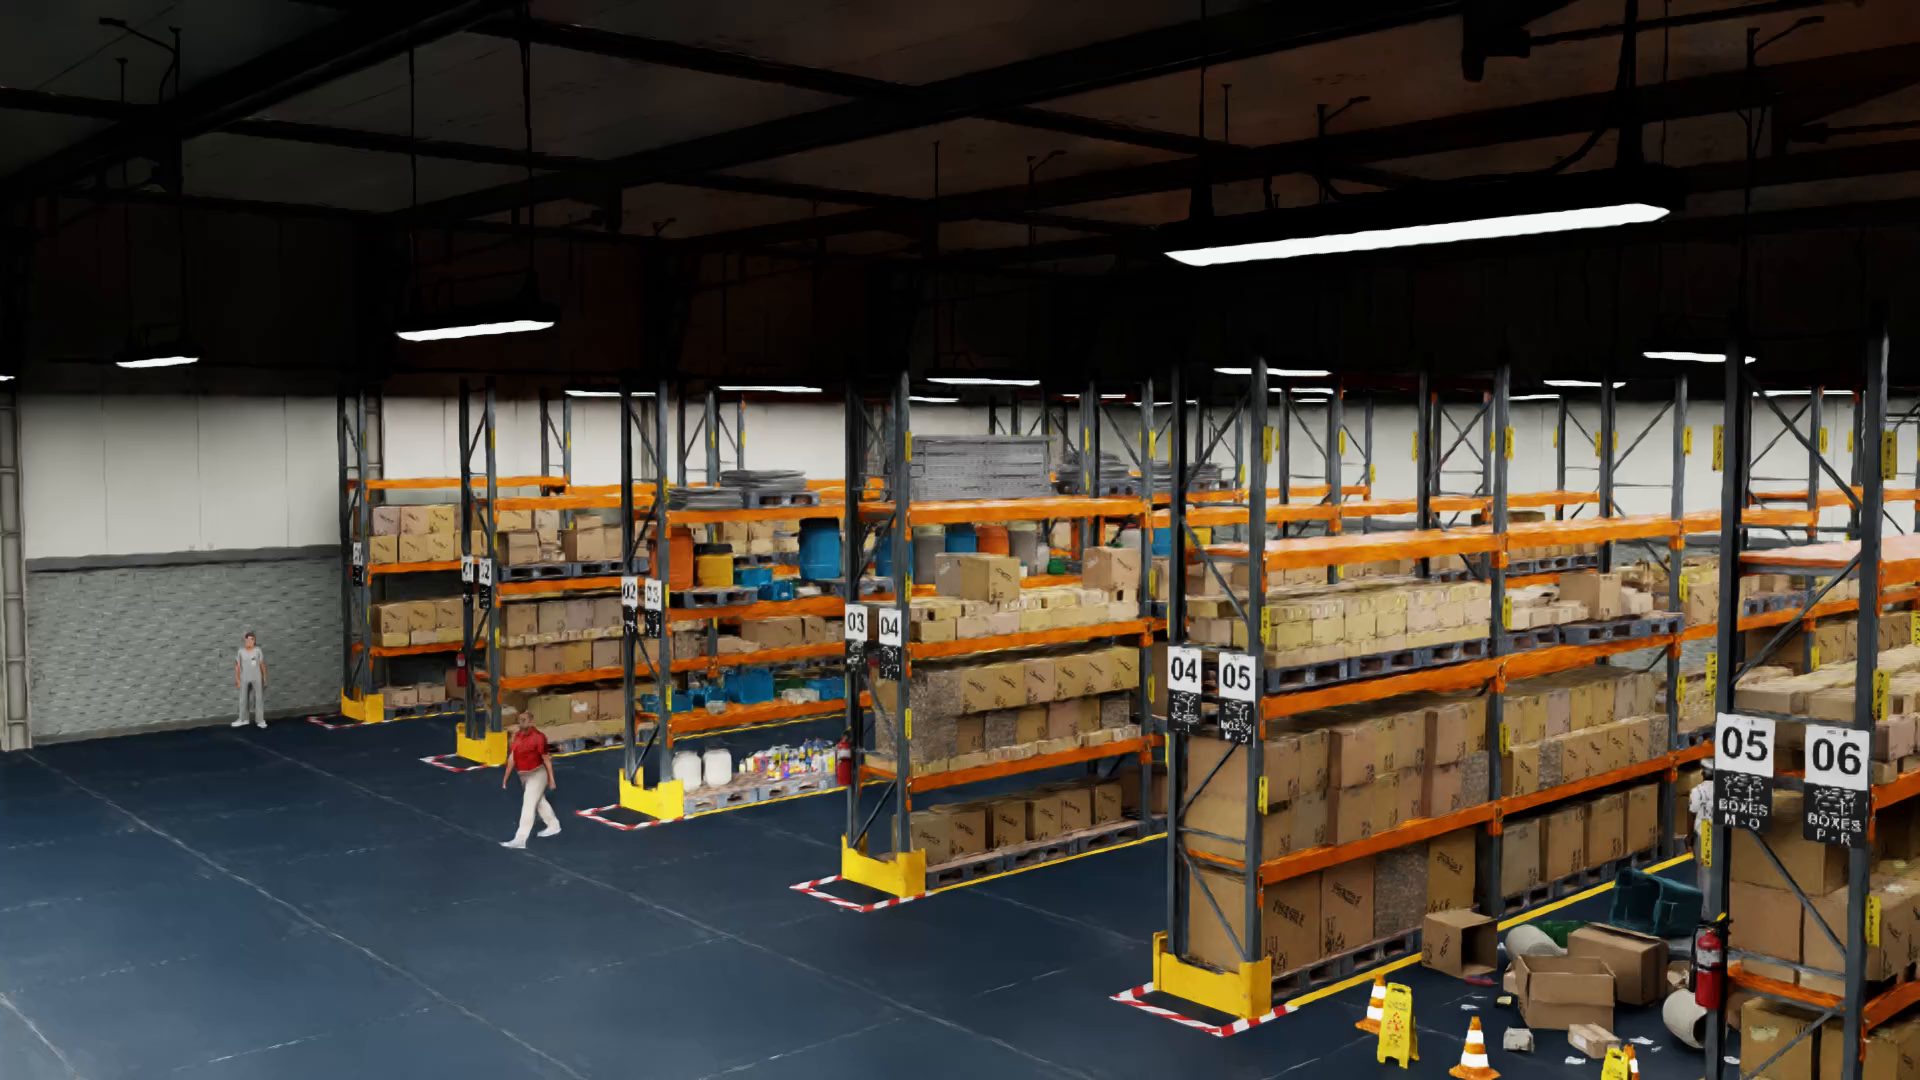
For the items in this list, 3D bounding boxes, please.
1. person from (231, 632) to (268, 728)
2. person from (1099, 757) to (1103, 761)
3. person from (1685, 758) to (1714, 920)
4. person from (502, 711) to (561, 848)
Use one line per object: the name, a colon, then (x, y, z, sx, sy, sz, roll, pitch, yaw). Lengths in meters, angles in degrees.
person: (-12.388, 2.427, 28.946, 0.647, 1.672, 0.423, -1, 4, -13)
person: (2.216, 2.689, 26.195, 0.477, 1.489, 0.999, 3, 5, 39)
person: (7.949, 3.164, 17.666, 0.574, 1.654, 0.551, -1, 4, -10)
person: (-5.390, 2.954, 20.774, 0.536, 1.656, 1.037, 3, 5, 40)
